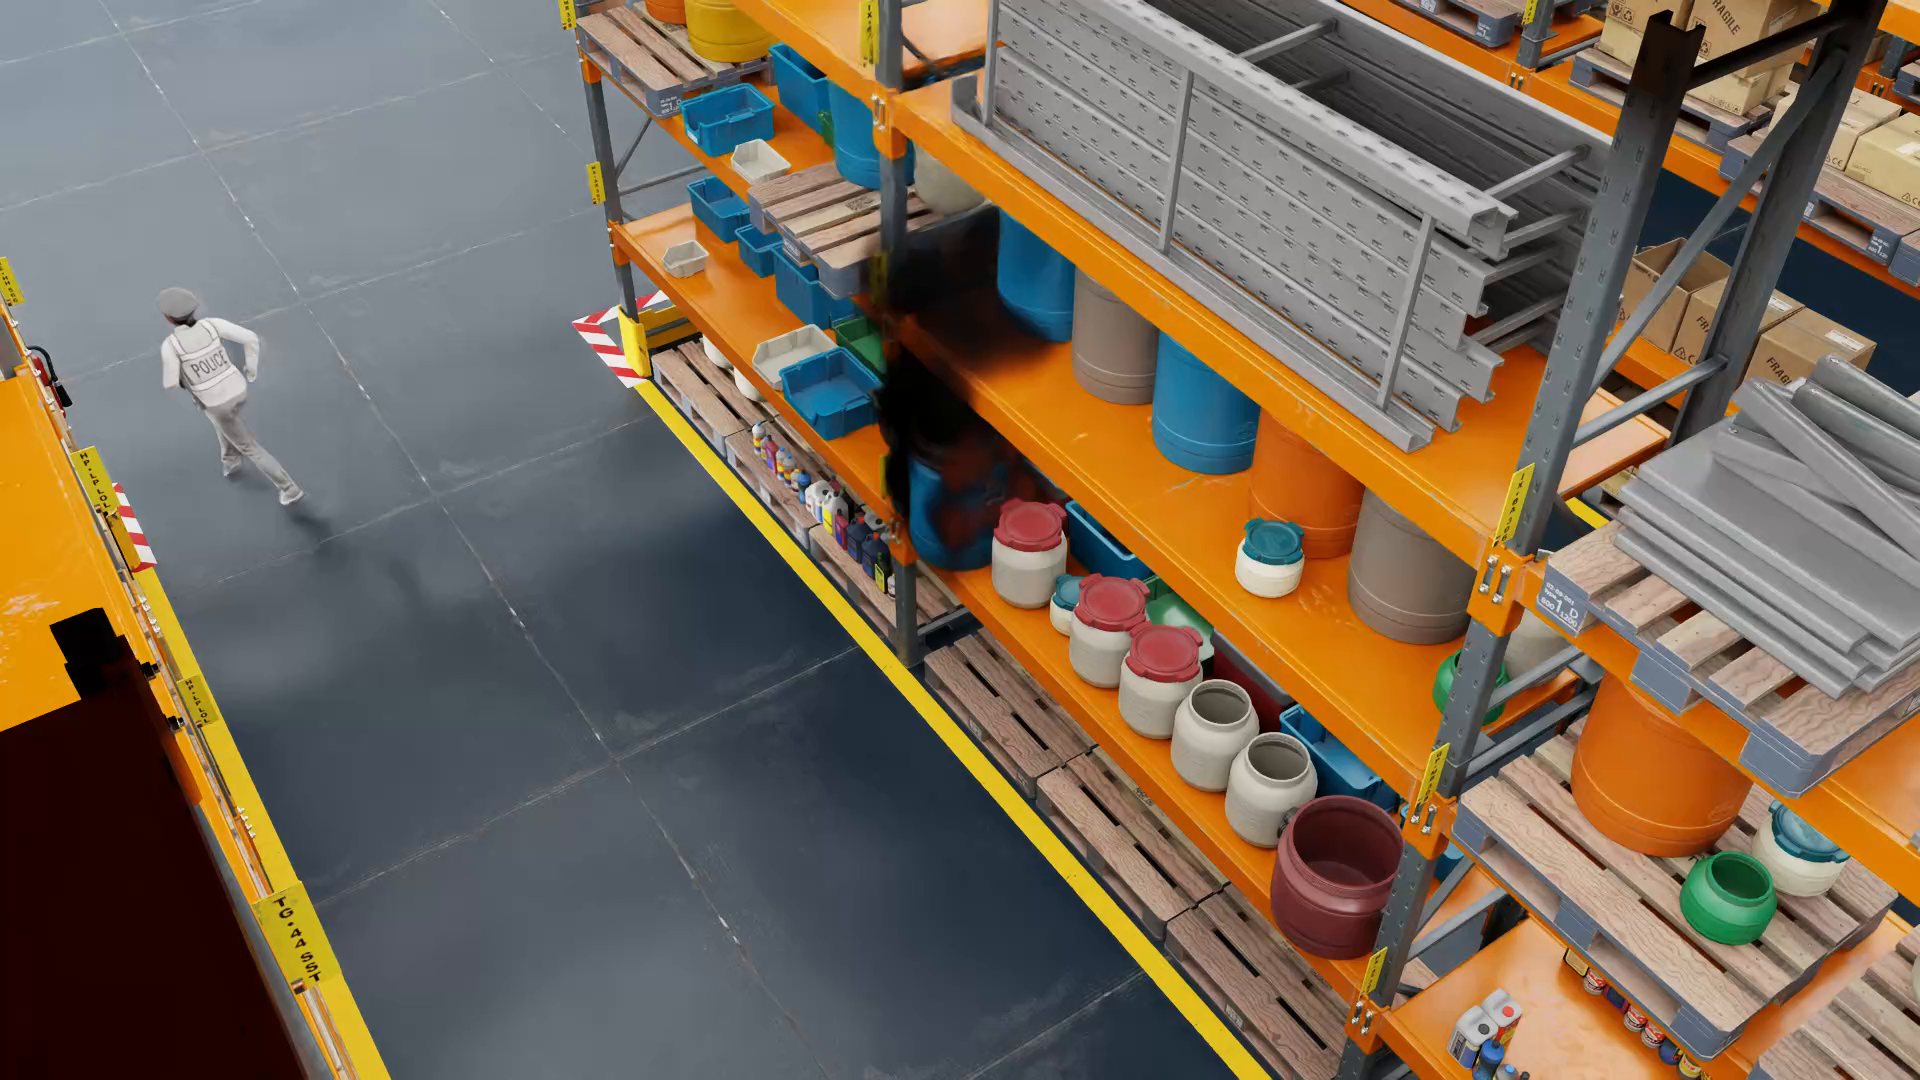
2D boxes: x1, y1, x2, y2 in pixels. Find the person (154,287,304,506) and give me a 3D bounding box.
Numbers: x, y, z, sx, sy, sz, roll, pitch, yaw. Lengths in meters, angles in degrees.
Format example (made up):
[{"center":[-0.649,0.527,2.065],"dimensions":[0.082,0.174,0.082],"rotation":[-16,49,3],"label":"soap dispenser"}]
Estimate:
[{"center":[-5.069,-0.938,11.564],"dimensions":[0.924,1.688,0.609],"rotation":[20,46,20],"label":"person"}]
